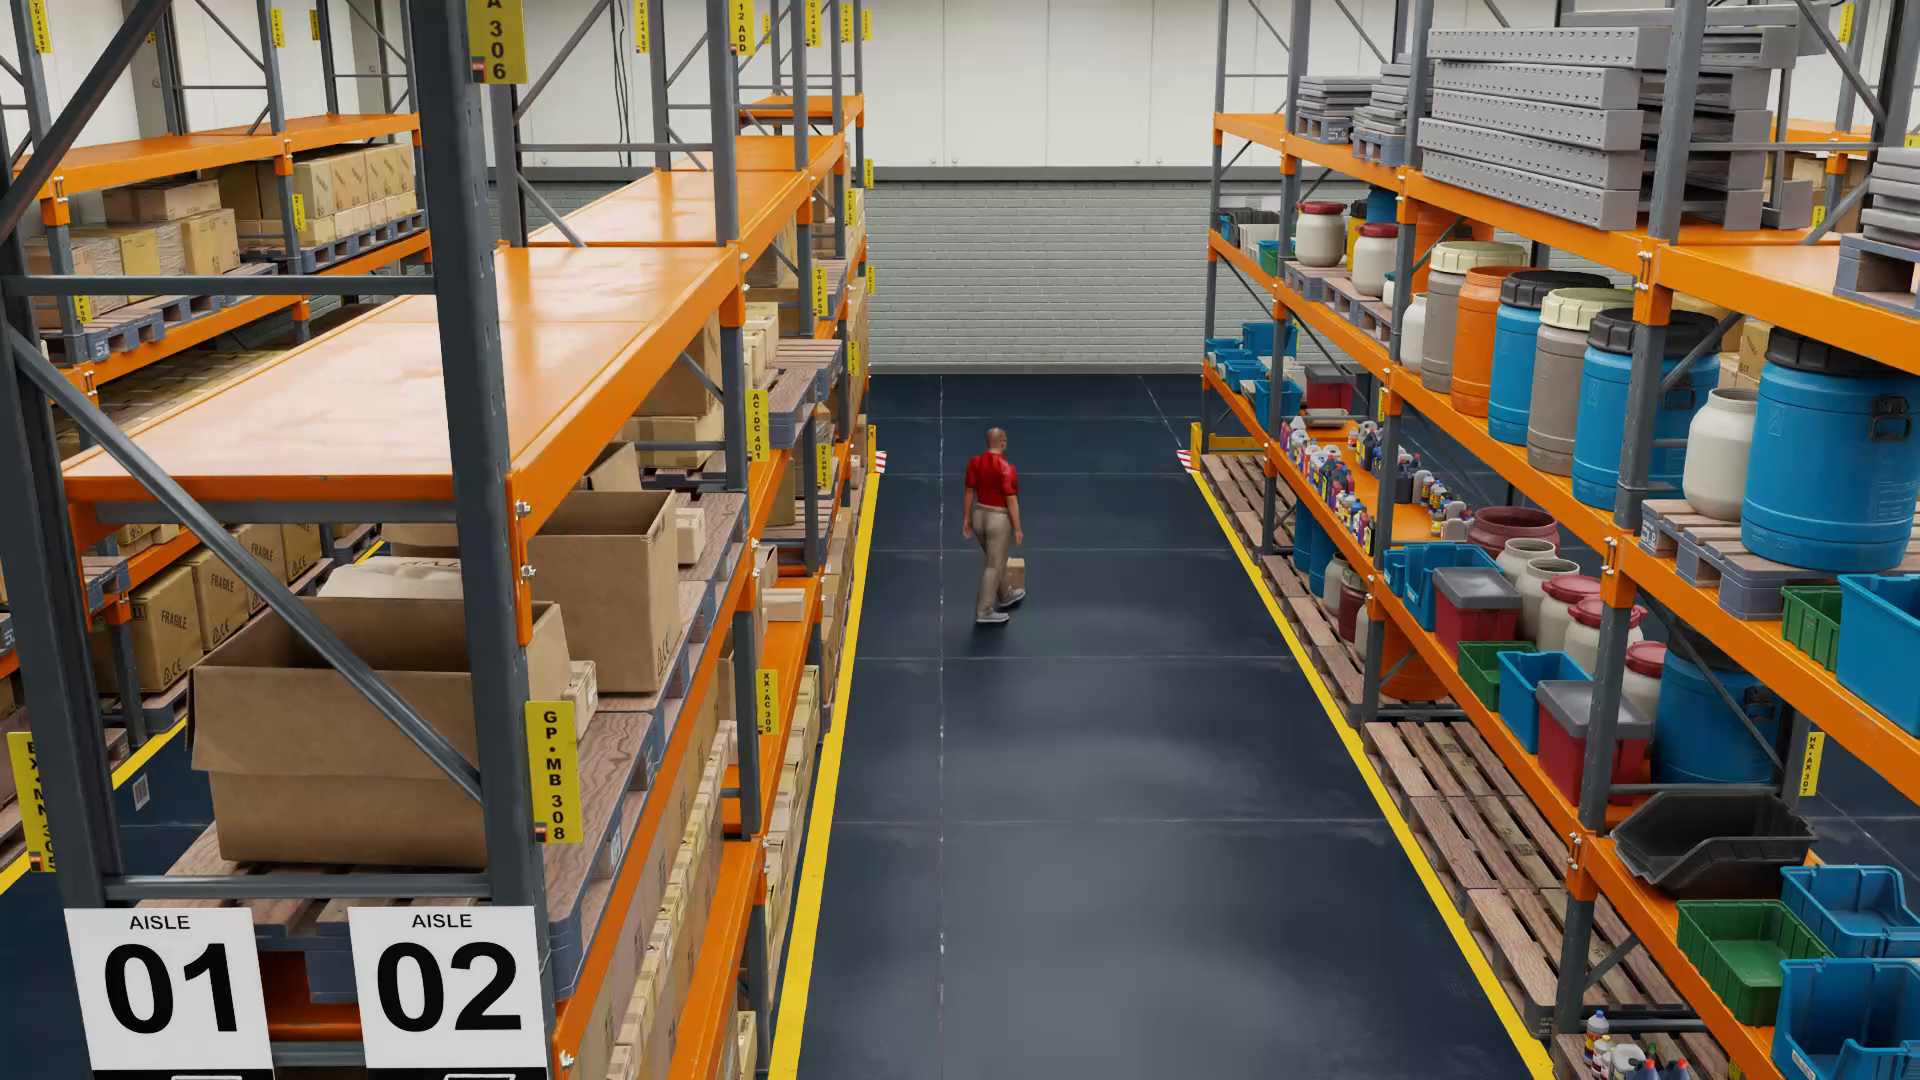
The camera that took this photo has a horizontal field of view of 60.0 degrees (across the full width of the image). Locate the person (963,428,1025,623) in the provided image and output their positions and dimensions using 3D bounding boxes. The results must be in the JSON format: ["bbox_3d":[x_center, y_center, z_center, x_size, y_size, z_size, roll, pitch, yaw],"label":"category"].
[{"bbox_3d":[0.398,-0.159,14.584,0.780,1.714,0.584,-15,23,-40],"label":"person"}]
